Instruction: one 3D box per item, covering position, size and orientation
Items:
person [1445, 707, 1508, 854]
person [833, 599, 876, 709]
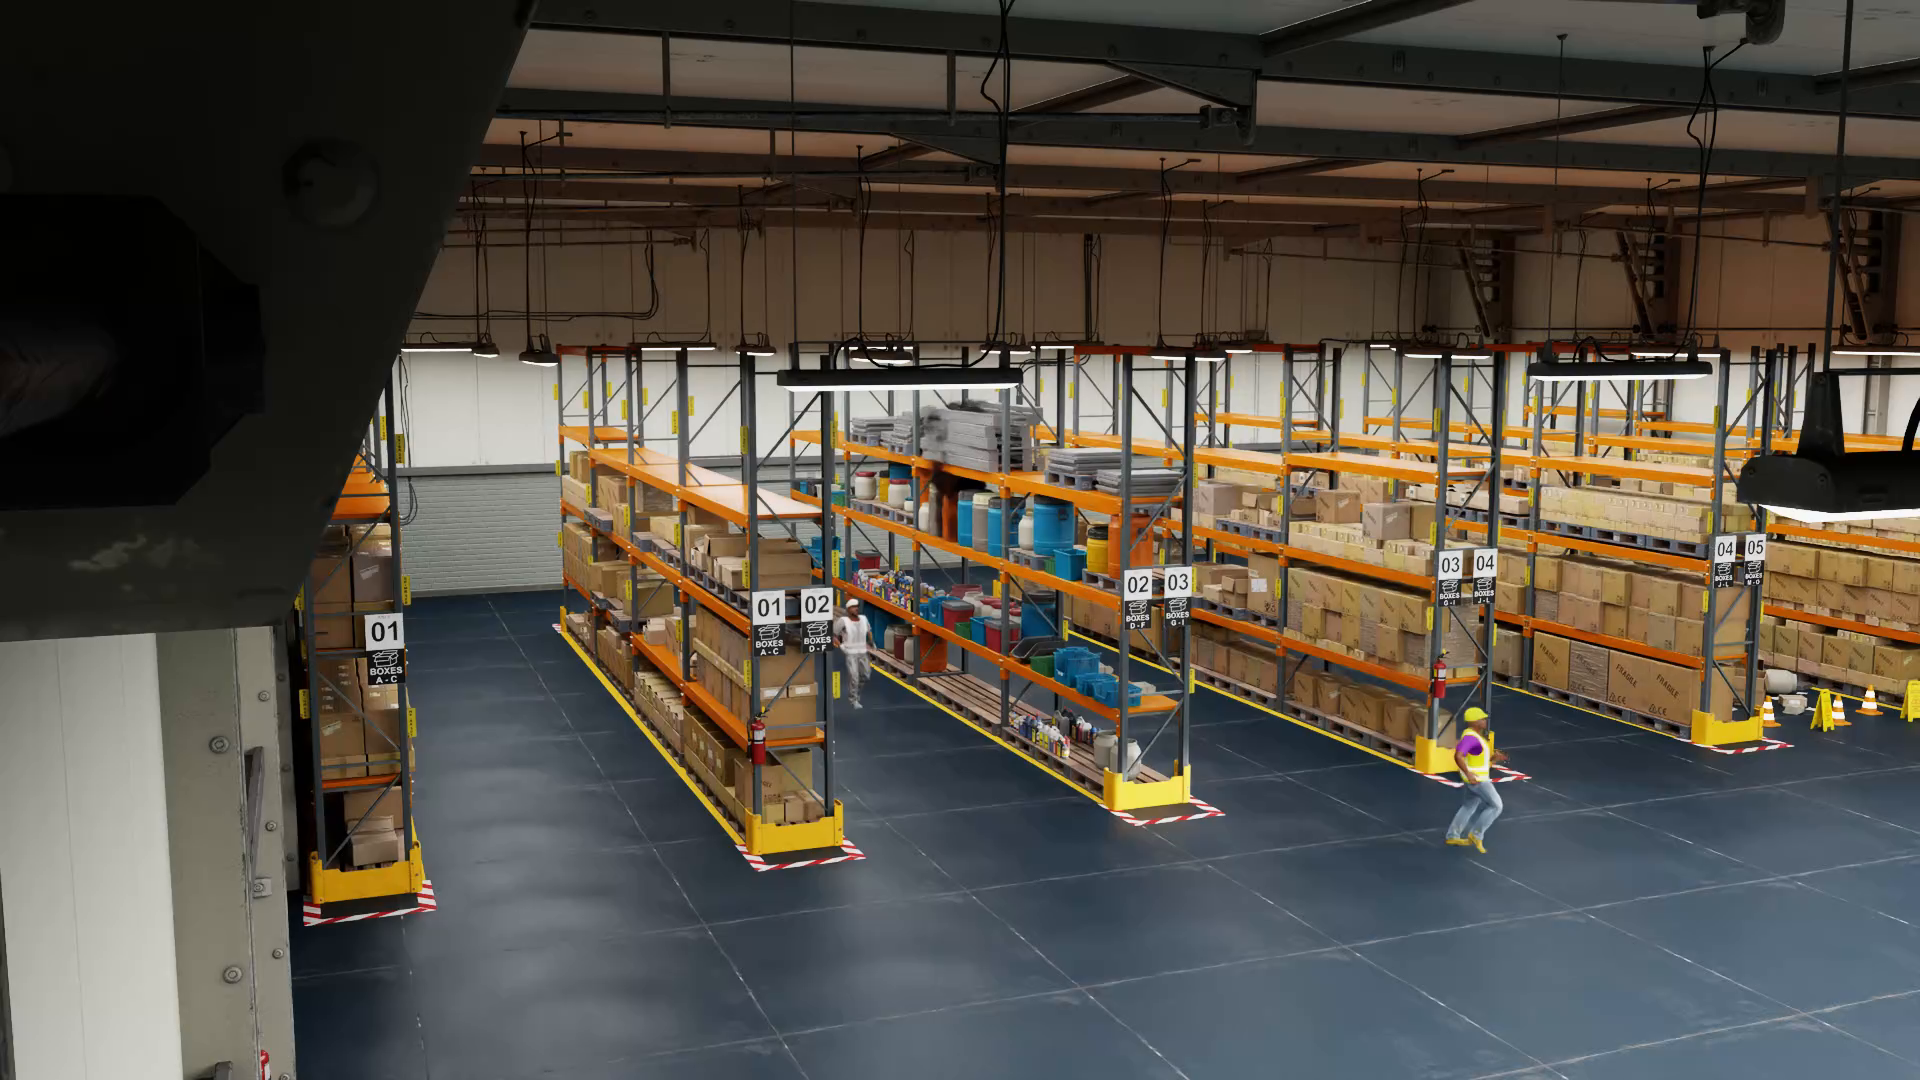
[{"bbox_3d":[6.275,2.911,20.155,0.710,1.780,0.677,1,7,8],"label":"person"},{"bbox_3d":[-1.693,1.807,26.576,0.720,1.743,0.578,-4,8,-30],"label":"person"}]
